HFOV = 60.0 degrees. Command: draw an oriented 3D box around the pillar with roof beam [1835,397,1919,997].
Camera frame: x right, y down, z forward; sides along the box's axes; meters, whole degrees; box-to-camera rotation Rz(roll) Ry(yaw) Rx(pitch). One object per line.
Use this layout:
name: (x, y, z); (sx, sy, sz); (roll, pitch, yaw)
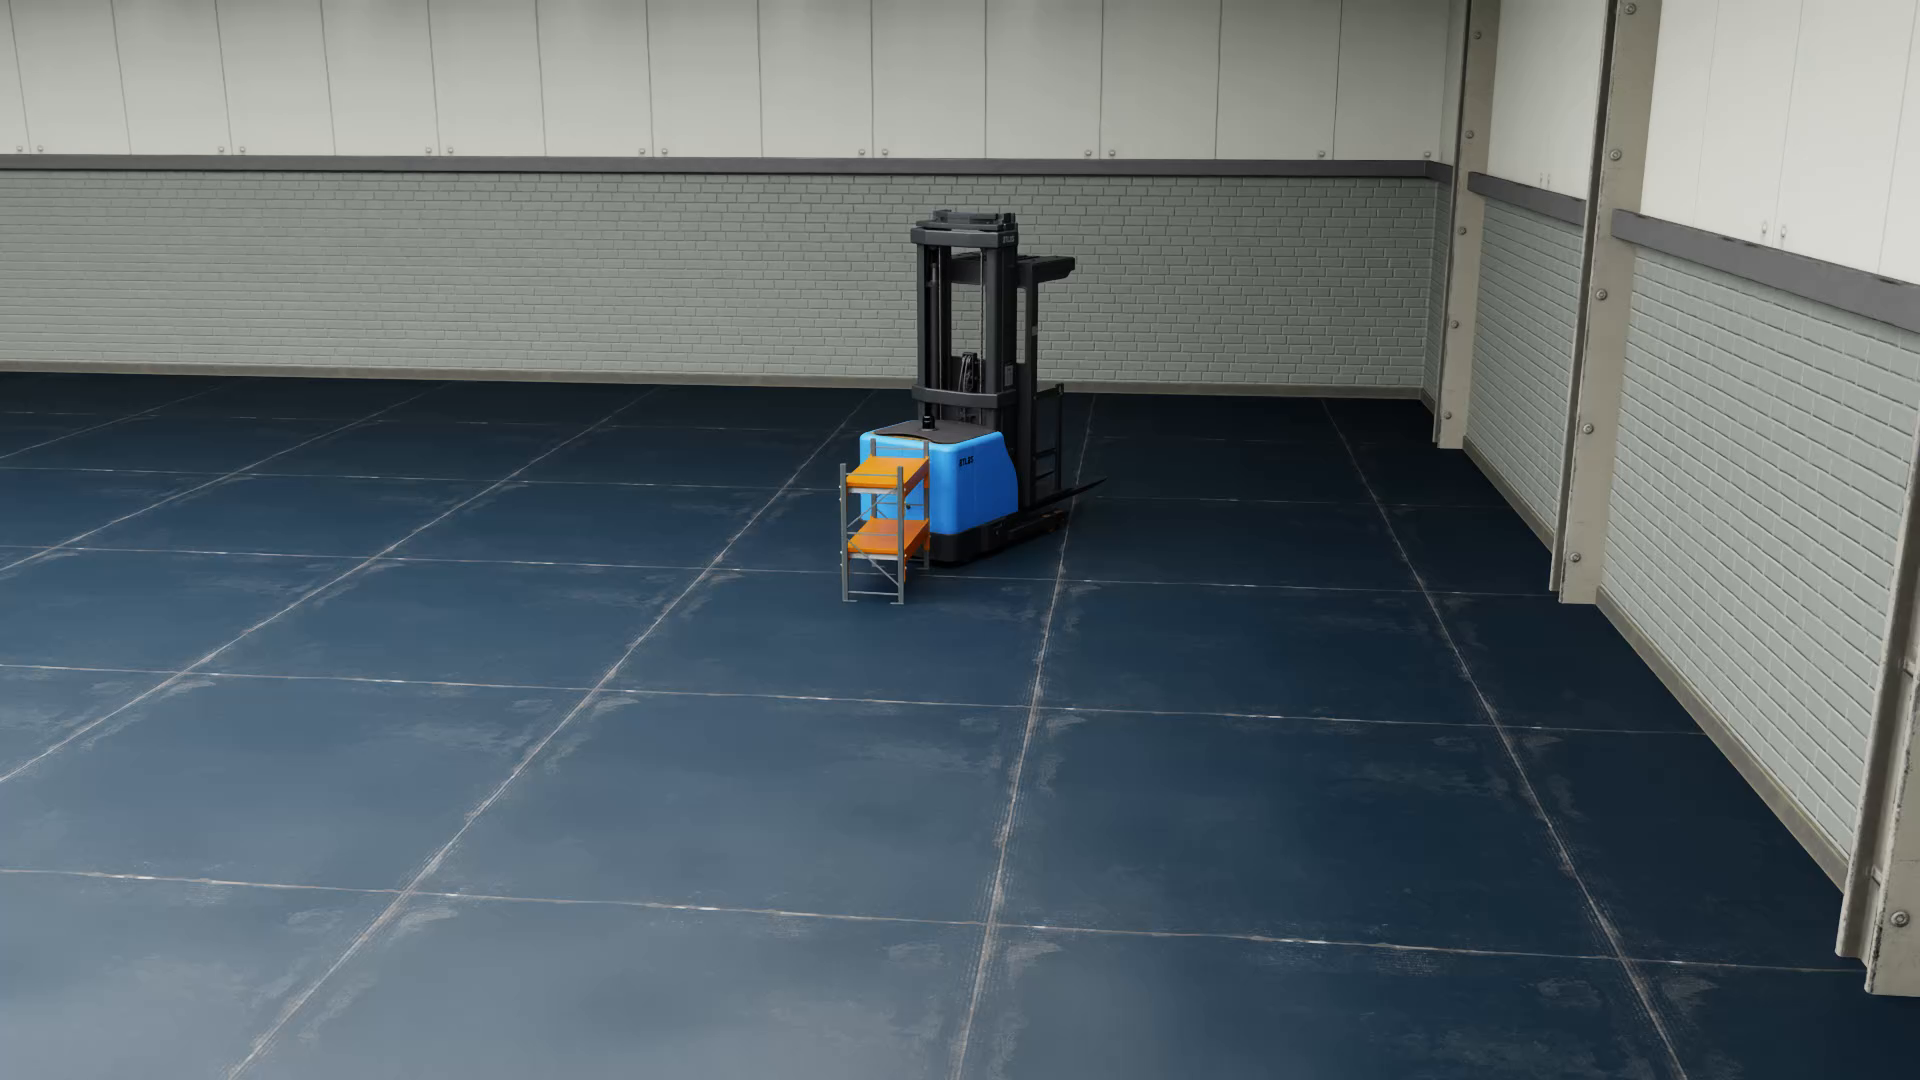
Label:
pillar with roof beam: (0.021, -2.458, 7.013); (9.100, 9.000, 0.400); (2, 15, 6)

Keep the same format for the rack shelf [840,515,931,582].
rack shelf: (-0.600, 0.063, 13.711); (0.538, 0.278, 1.000); (3, 15, 10)

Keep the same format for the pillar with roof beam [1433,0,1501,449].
pillar with roof beam: (1.375, -5.570, 18.523); (9.100, 9.000, 0.400); (2, 15, 6)

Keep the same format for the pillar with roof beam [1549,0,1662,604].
pillar with roof beam: (0.698, -4.014, 12.768); (9.100, 9.000, 0.400); (2, 15, 6)

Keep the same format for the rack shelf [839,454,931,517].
rack shelf: (-0.600, -0.456, 13.571); (0.538, 0.278, 1.000); (3, 15, 10)

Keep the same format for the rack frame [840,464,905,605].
rack frame: (-0.692, -0.043, 13.164); (0.500, 1.125, 0.032); (3, 15, 10)

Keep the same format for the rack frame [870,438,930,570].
rack frame: (-0.509, -0.304, 14.130); (0.500, 1.125, 0.032); (3, 15, 10)

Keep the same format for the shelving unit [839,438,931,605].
shelving unit: (-0.600, -0.173, 13.647); (0.538, 1.125, 1.048); (3, 15, 10)

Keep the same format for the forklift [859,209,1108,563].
forklift: (0.355, -1.551, 15.282); (1.130, 2.935, 3.031); (10, 18, 33)
